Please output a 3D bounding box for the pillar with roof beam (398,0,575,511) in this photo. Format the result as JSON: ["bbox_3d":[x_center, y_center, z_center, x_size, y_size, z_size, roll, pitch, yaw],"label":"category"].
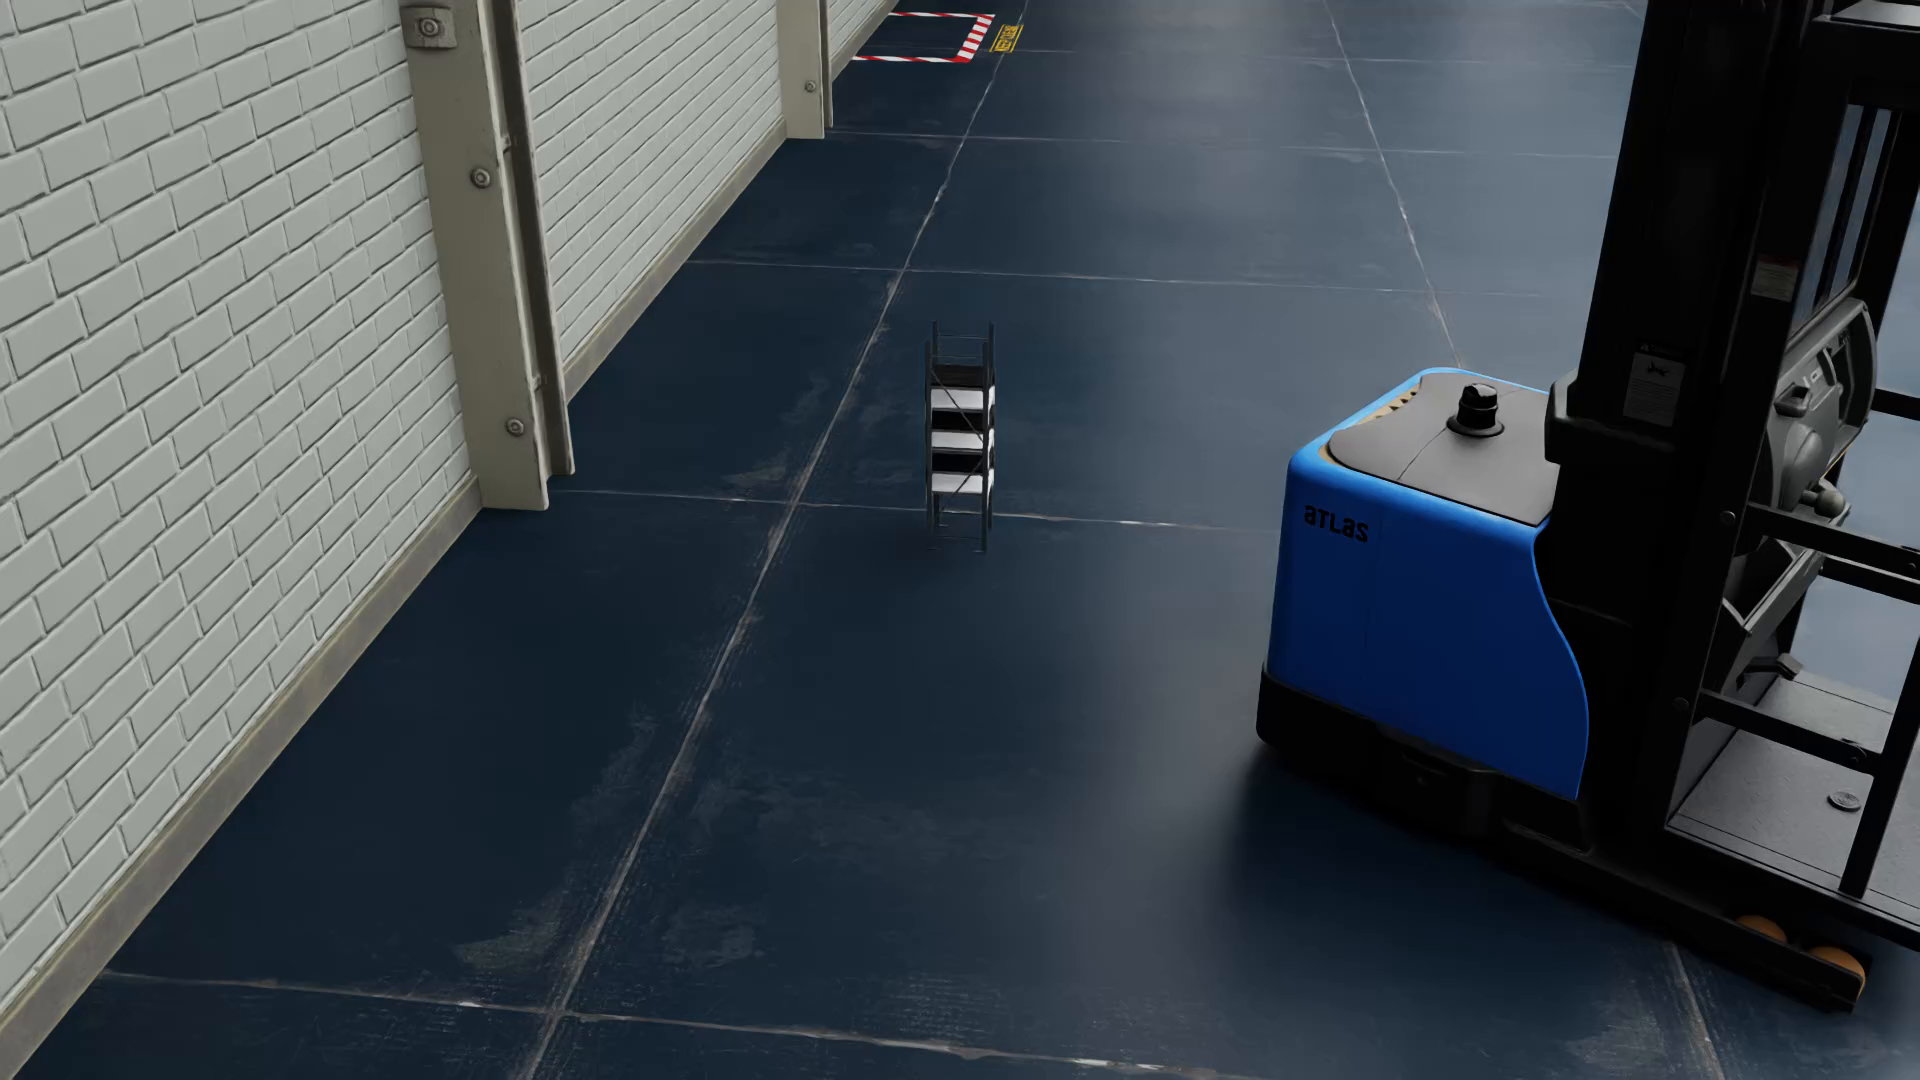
[{"bbox_3d":[2.402,-3.936,4.569,9.100,9.000,0.400,3,28,6],"label":"pillar with roof beam"}]

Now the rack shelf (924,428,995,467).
[{"bbox_3d":[0.001,-0.371,6.559,0.258,0.077,0.200,3,28,6],"label":"rack shelf"}]

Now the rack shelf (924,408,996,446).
[{"bbox_3d":[0.001,-0.450,6.517,0.258,0.077,0.200,3,28,6],"label":"rack shelf"}]

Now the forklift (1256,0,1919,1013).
[{"bbox_3d":[2.420,-0.322,4.258,3.031,2.935,1.130,22,35,35],"label":"forklift"}]

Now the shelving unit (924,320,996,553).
[{"bbox_3d":[0.001,-0.400,6.544,0.258,0.900,0.210,3,28,6],"label":"shelving unit"}]

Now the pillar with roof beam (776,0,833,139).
[{"bbox_3d":[3.137,-6.761,9.811,9.100,9.000,0.400,3,28,6],"label":"pillar with roof beam"}]

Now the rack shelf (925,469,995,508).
[{"bbox_3d":[0.001,-0.212,6.645,0.258,0.077,0.200,3,28,6],"label":"rack shelf"}]

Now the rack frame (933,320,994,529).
[{"bbox_3d":[0.013,-0.448,6.632,0.240,0.900,0.006,3,28,6],"label":"rack frame"}]

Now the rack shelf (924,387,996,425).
[{"bbox_3d":[0.001,-0.529,6.474,0.258,0.077,0.200,3,28,6],"label":"rack shelf"}]

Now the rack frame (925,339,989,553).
[{"bbox_3d":[-0.011,-0.352,6.455,0.240,0.900,0.006,3,28,6],"label":"rack frame"}]

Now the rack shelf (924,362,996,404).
[{"bbox_3d":[0.001,-0.608,6.431,0.258,0.077,0.200,3,28,6],"label":"rack shelf"}]

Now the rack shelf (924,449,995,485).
[{"bbox_3d":[0.001,-0.291,6.602,0.258,0.077,0.200,3,28,6],"label":"rack shelf"}]
